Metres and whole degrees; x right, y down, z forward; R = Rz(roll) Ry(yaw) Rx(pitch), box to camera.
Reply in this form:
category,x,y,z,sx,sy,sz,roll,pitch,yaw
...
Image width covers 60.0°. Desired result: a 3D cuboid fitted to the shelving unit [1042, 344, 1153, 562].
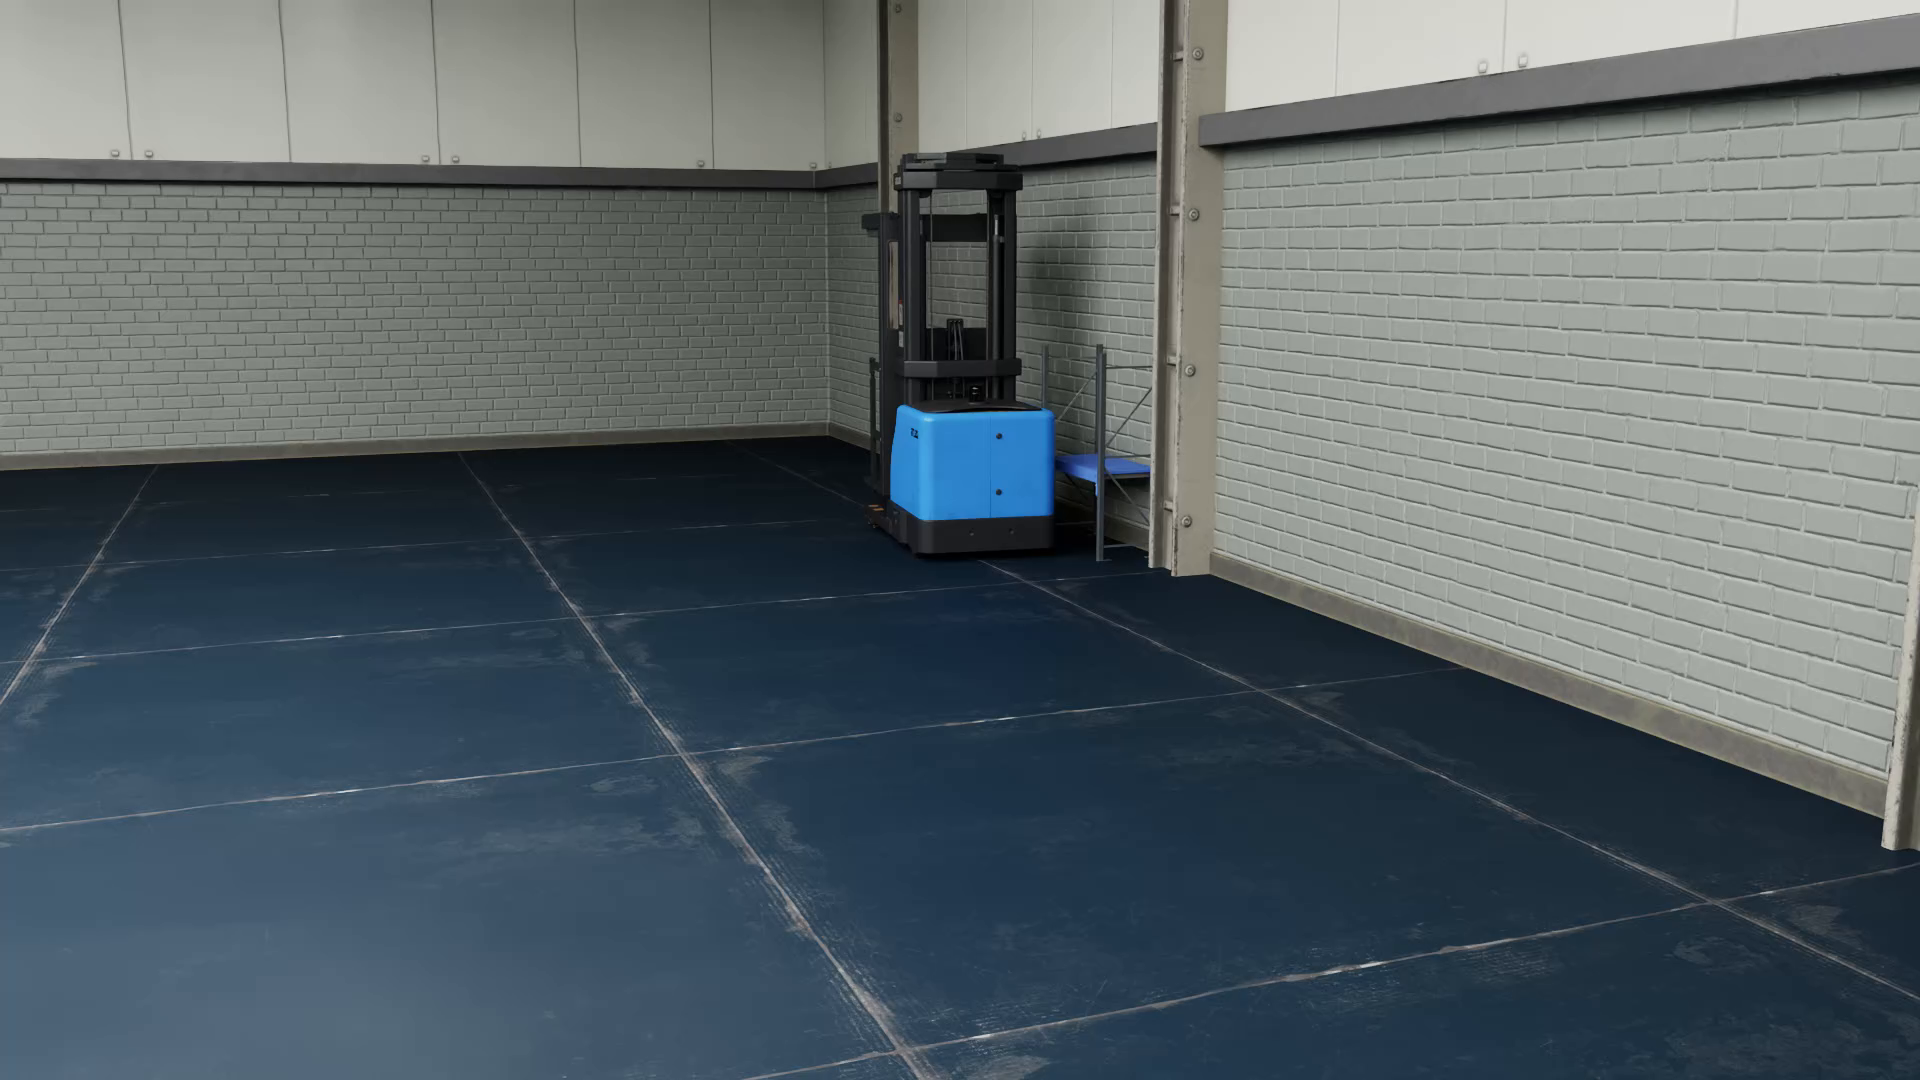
category,x,y,z,sx,sy,sz,roll,pitch,yaw
shelving unit,1.048,-0.683,12.480,0.538,1.500,1.048,-4,11,-20

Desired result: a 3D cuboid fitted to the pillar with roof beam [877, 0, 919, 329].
category,x,y,z,sx,sy,sz,roll,pitch,yaw
pillar with roof beam,-4.630,-4.925,14.915,9.100,9.000,0.400,-4,11,-21

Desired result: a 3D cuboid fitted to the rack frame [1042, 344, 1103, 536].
category,x,y,z,sx,sy,sz,roll,pitch,yaw
rack frame,0.869,-0.767,12.948,0.500,1.500,0.032,-4,11,-20

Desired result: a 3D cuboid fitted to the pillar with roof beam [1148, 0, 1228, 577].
category,x,y,z,sx,sy,sz,roll,pitch,yaw
pillar with roof beam,-2.456,-3.946,9.409,9.100,9.000,0.400,-4,11,-21

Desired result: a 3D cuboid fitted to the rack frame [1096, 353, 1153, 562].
category,x,y,z,sx,sy,sz,roll,pitch,yaw
rack frame,1.227,-0.600,12.012,0.500,1.500,0.032,-4,11,-20

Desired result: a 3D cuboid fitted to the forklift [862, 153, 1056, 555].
category,x,y,z,sx,sy,sz,roll,pitch,yaw
forklift,-0.159,-1.550,13.262,1.130,2.935,3.031,-3,10,-14

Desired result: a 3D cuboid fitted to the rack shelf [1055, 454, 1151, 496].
category,x,y,z,sx,sy,sz,roll,pitch,yaw
rack shelf,1.048,-0.506,12.511,0.538,0.185,1.000,-4,11,-20
